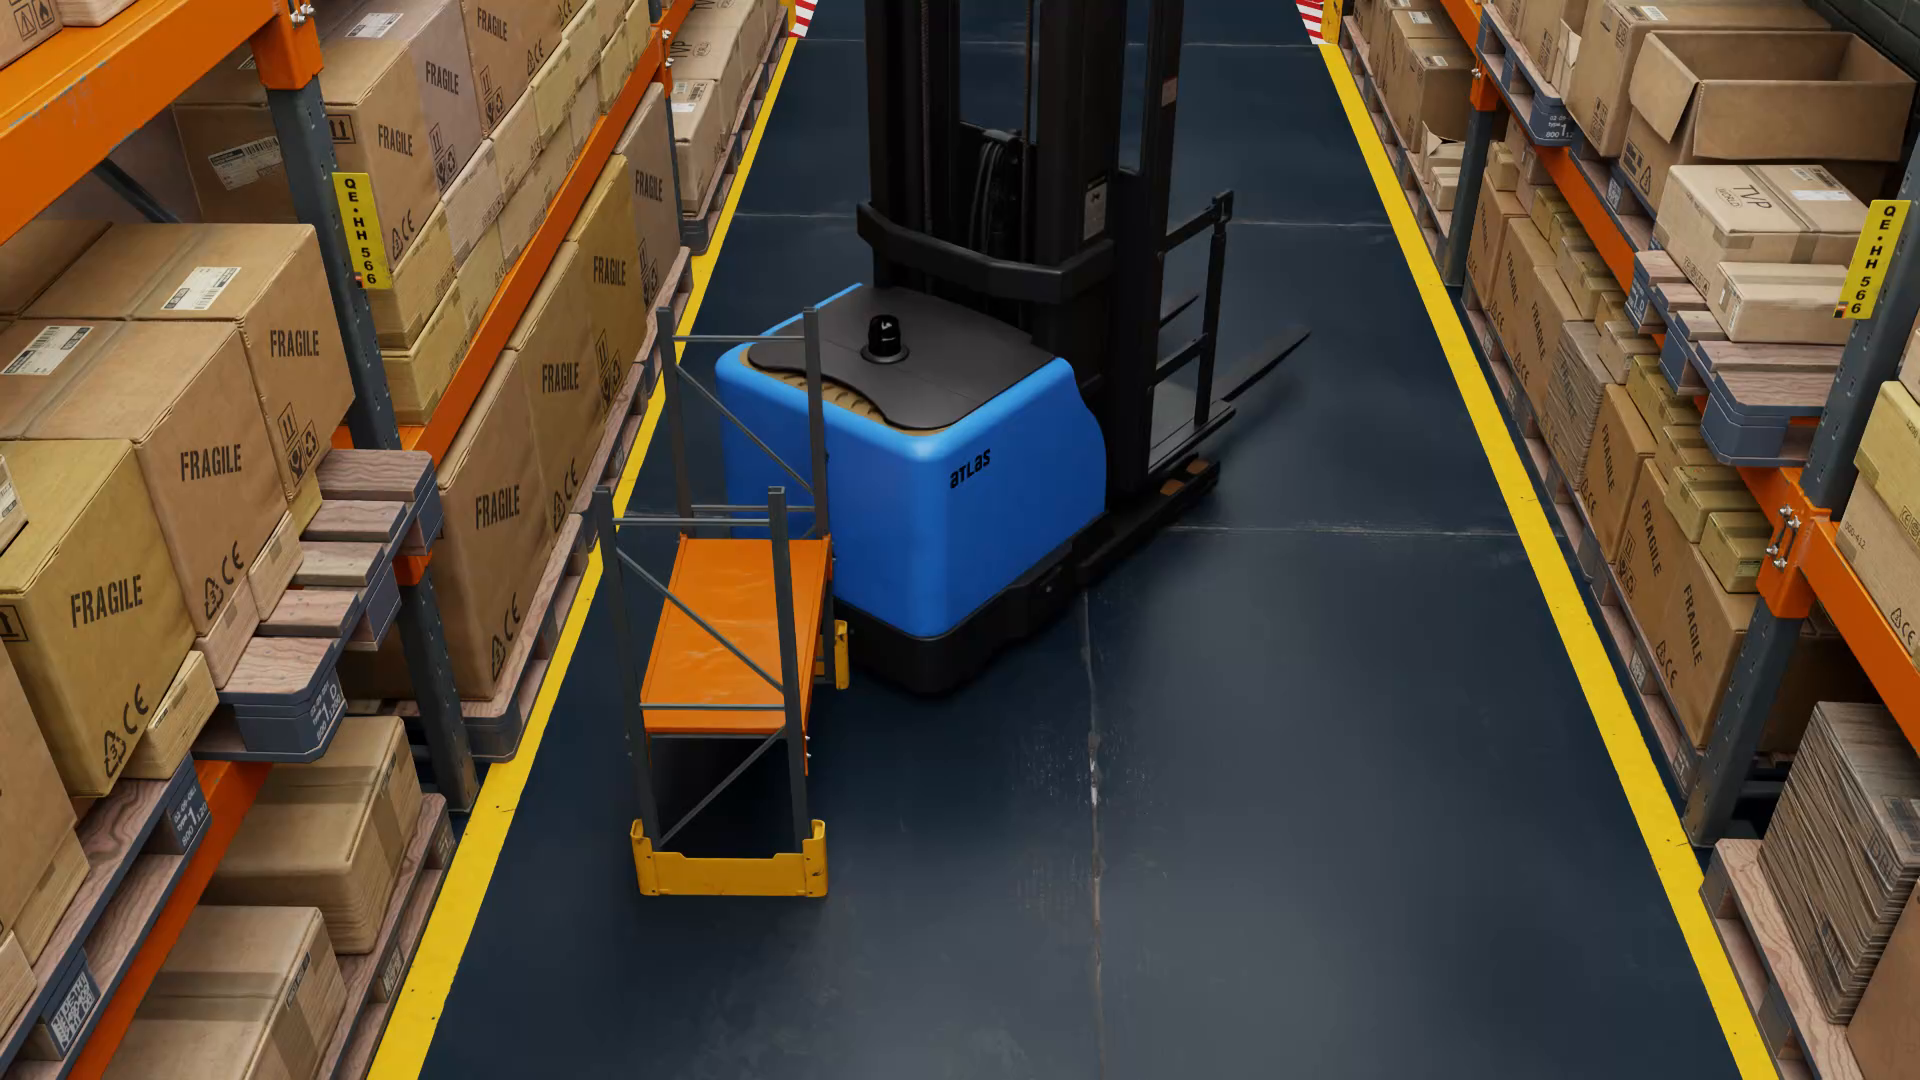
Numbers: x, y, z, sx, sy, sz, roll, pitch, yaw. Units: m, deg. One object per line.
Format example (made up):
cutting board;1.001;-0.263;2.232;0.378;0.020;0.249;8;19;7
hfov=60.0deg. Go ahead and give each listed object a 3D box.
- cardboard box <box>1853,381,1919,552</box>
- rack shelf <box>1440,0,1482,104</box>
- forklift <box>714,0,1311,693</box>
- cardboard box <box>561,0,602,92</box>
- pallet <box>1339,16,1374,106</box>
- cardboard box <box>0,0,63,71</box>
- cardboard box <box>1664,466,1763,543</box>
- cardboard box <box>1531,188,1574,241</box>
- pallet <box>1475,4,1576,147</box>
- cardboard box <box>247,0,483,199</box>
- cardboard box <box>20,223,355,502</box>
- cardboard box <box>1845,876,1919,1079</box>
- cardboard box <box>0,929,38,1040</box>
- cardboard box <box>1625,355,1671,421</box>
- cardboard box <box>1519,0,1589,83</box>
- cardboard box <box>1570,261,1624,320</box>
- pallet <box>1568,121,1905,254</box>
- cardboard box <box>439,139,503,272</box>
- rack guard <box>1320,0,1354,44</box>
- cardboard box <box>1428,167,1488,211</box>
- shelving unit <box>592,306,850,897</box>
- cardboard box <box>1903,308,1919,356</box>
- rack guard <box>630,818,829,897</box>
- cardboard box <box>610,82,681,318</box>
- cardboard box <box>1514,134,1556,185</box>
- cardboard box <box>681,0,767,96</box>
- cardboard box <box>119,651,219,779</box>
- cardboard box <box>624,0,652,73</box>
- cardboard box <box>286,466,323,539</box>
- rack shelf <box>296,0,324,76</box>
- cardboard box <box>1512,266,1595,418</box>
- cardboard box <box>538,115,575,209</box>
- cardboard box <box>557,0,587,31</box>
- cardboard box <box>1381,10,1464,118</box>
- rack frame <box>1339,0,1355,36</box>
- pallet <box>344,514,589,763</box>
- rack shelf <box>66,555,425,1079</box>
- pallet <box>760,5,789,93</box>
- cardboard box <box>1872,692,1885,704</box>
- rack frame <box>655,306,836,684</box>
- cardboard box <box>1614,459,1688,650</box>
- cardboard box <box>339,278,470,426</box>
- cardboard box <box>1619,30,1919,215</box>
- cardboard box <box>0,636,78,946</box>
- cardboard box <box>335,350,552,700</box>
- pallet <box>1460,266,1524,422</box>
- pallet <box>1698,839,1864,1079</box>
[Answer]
cardboard box;2.565;-0.153;4.055;0.500;0.250;0.500;1;35;2
rack shelf;3.093;-3.411;9.621;1.077;0.370;4.000;1;35;2
forklift;0.437;-1.444;6.256;1.130;2.935;3.031;25;42;31
cardboard box;-1.749;-1.968;6.638;0.500;0.250;0.500;2;35;3
pallet;3.139;-3.212;11.137;1.003;0.211;1.213;1;35;2
cardboard box;-2.156;-1.095;3.003;0.700;0.500;0.500;1;35;2
cardboard box;2.599;-0.120;5.557;0.380;0.149;0.250;0;35;-1
cardboard box;2.800;-1.463;7.467;0.380;0.149;0.250;0;35;-1
pallet;2.872;-2.021;7.185;1.003;0.211;1.213;1;35;2
cardboard box;-1.833;-1.384;5.154;0.500;0.500;0.500;1;35;2
cardboard box;-1.848;-0.438;4.053;0.500;0.500;0.500;0;35;1
cardboard box;2.795;1.275;4.027;0.875;0.625;0.625;2;35;3
cardboard box;-1.850;0.800;2.857;0.380;0.149;0.250;3;35;4
cardboard box;2.719;-0.564;6.189;0.380;0.149;0.250;1;35;1
cardboard box;2.749;-2.199;6.818;0.700;0.500;0.500;2;35;2
cardboard box;2.743;-1.019;6.836;0.380;0.149;0.250;3;35;4
pallet;2.926;-1.297;6.154;1.003;0.211;1.213;1;35;2
cardboard box;-1.819;-1.096;5.397;0.500;0.250;0.500;2;35;3
rack guard;3.170;-3.788;11.706;1.175;0.500;0.348;1;35;2
cardboard box;2.742;-1.889;8.943;0.380;0.149;0.250;0;35;0
shelving unit;-0.700;0.184;5.184;0.587;1.500;1.083;0;35;1
cardboard box;3.029;-0.763;4.775;0.500;0.500;0.500;3;35;4
rack guard;-0.707;0.982;5.136;0.587;0.250;0.087;0;35;1
cardboard box;-1.892;-1.614;7.920;0.875;0.875;0.875;2;35;3
cardboard box;2.770;-1.742;7.606;0.380;0.149;0.250;0;35;0
cardboard box;-1.741;-3.183;10.534;0.875;0.438;0.875;2;35;3
cardboard box;-1.805;0.358;3.485;0.380;0.149;0.250;2;35;3
cardboard box;-1.713;-2.344;7.607;0.500;0.250;0.500;1;35;1
cardboard box;-1.824;-0.090;4.123;0.380;0.149;0.250;2;35;3
rack shelf;-2.027;-2.453;5.648;1.077;0.370;4.000;1;35;2
cardboard box;2.733;-0.840;7.145;0.500;0.500;0.500;0;35;0
cardboard box;-1.790;-1.465;6.357;0.500;0.250;0.500;1;35;2
cardboard box;-1.767;-2.268;6.412;0.500;0.500;0.500;2;35;3
cardboard box;2.860;-2.863;10.024;0.500;0.500;0.500;2;35;3
rack frame;3.173;-4.855;11.049;1.000;3.000;0.127;1;35;2
pallet;-2.001;0.319;6.113;1.003;0.211;1.213;1;35;2
rack shelf;-2.188;1.072;3.241;1.077;0.370;4.000;1;35;2
pallet;-1.740;-3.365;11.355;1.003;0.211;1.213;1;35;2
cardboard box;3.149;0.357;5.442;0.500;0.500;0.500;3;35;4
rack frame;-0.694;-0.103;5.592;0.500;1.500;0.032;0;35;1
cardboard box;2.685;0.057;5.869;0.500;0.500;0.500;1;35;1
cardboard box;-1.837;-0.585;5.104;0.500;0.250;0.500;1;35;1
cardboard box;2.733;-1.415;5.699;0.797;0.503;0.637;1;35;1
cardboard box;-1.900;0.463;2.771;0.500;0.500;0.500;0;35;0
cardboard box;-1.997;-0.068;5.721;0.875;0.875;0.875;1;35;1
pallet;3.018;-0.947;7.915;1.003;0.211;1.213;1;35;2
pallet;2.780;1.354;4.639;1.003;0.211;1.213;1;35;2
